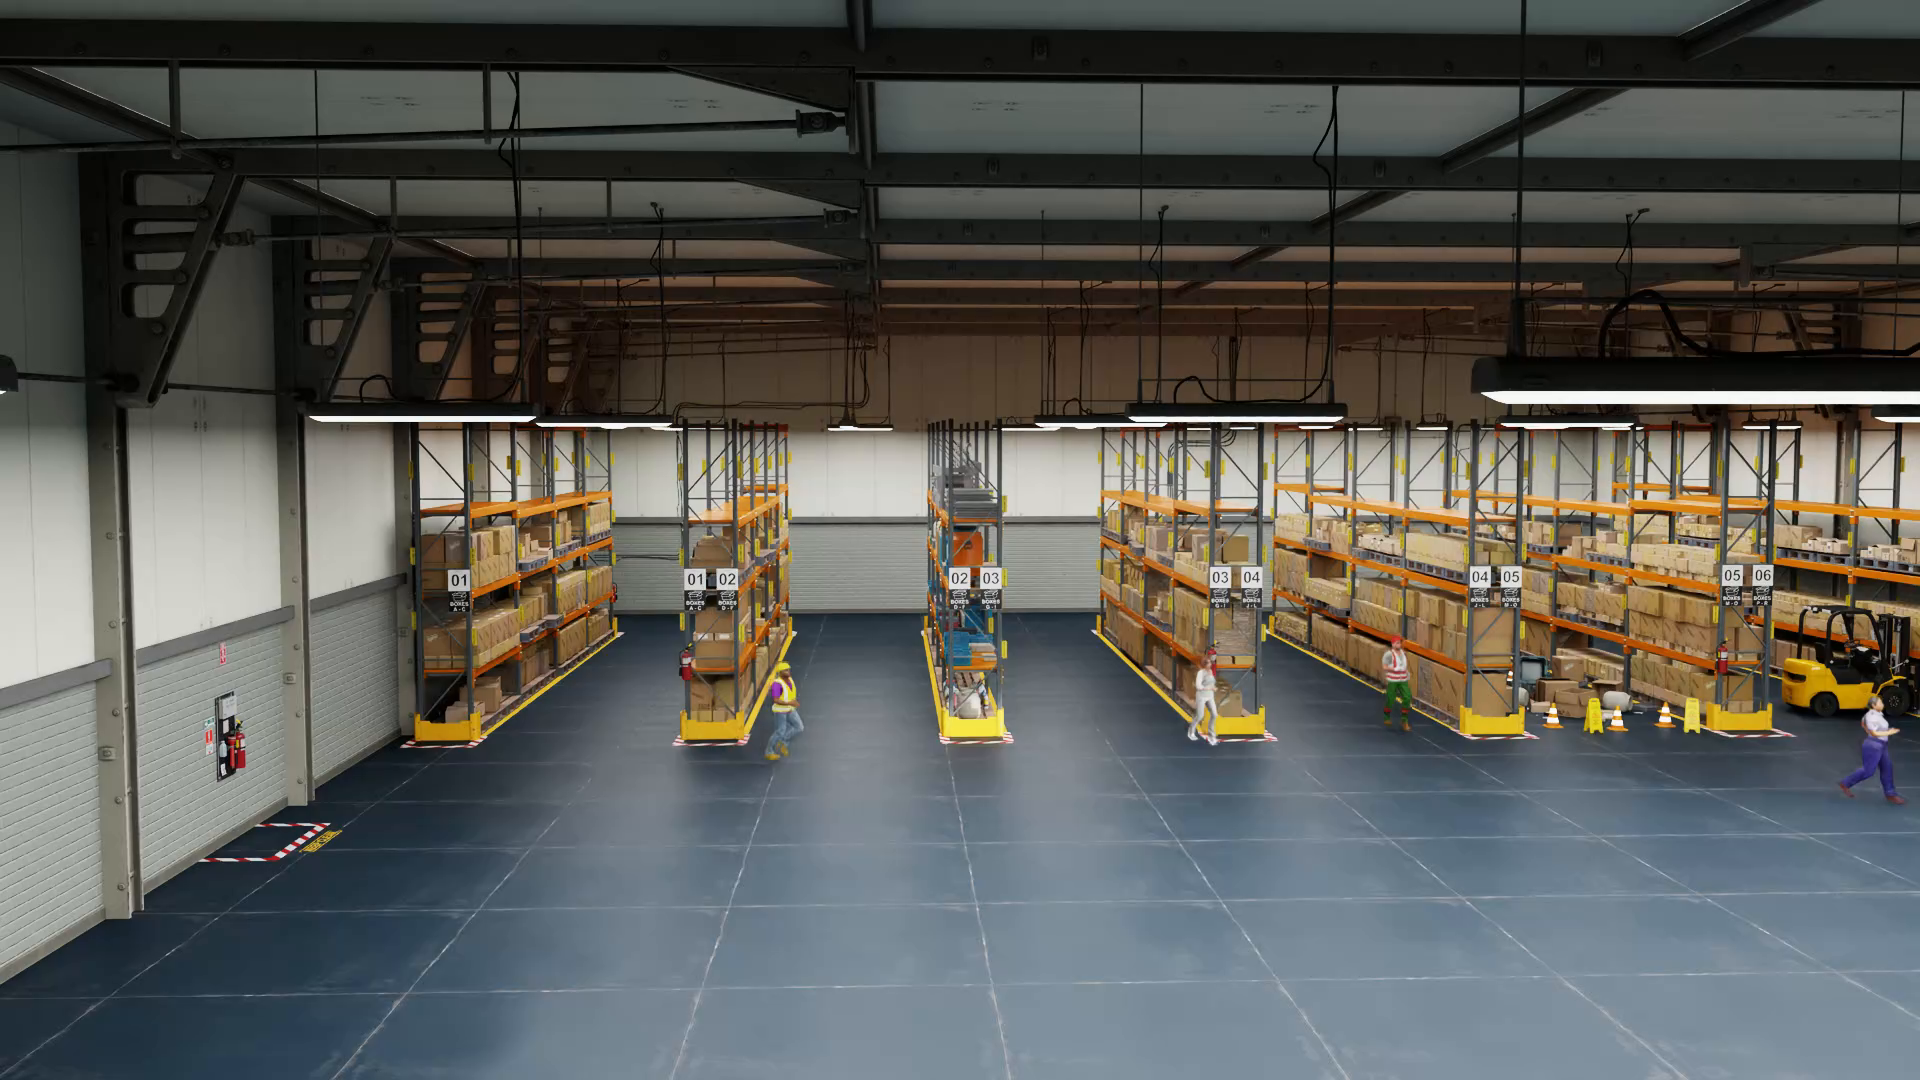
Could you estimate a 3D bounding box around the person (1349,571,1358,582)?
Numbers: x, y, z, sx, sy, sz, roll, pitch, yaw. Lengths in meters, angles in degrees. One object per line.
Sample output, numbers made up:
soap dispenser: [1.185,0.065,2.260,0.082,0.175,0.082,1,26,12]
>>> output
person: [11.483,1.724,48.894,0.855,1.713,0.573,-1,4,-9]

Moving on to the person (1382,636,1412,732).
person: [8.436,2.771,32.133,0.665,1.858,0.725,-1,4,-17]

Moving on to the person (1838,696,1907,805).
person: [14.161,3.236,25.771,0.926,1.641,0.610,3,5,39]

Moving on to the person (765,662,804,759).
person: [-3.041,2.982,29.075,0.784,1.714,0.731,2,4,32]

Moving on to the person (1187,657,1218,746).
person: [4.512,2.970,30.660,0.559,1.661,0.712,-3,5,-41]
